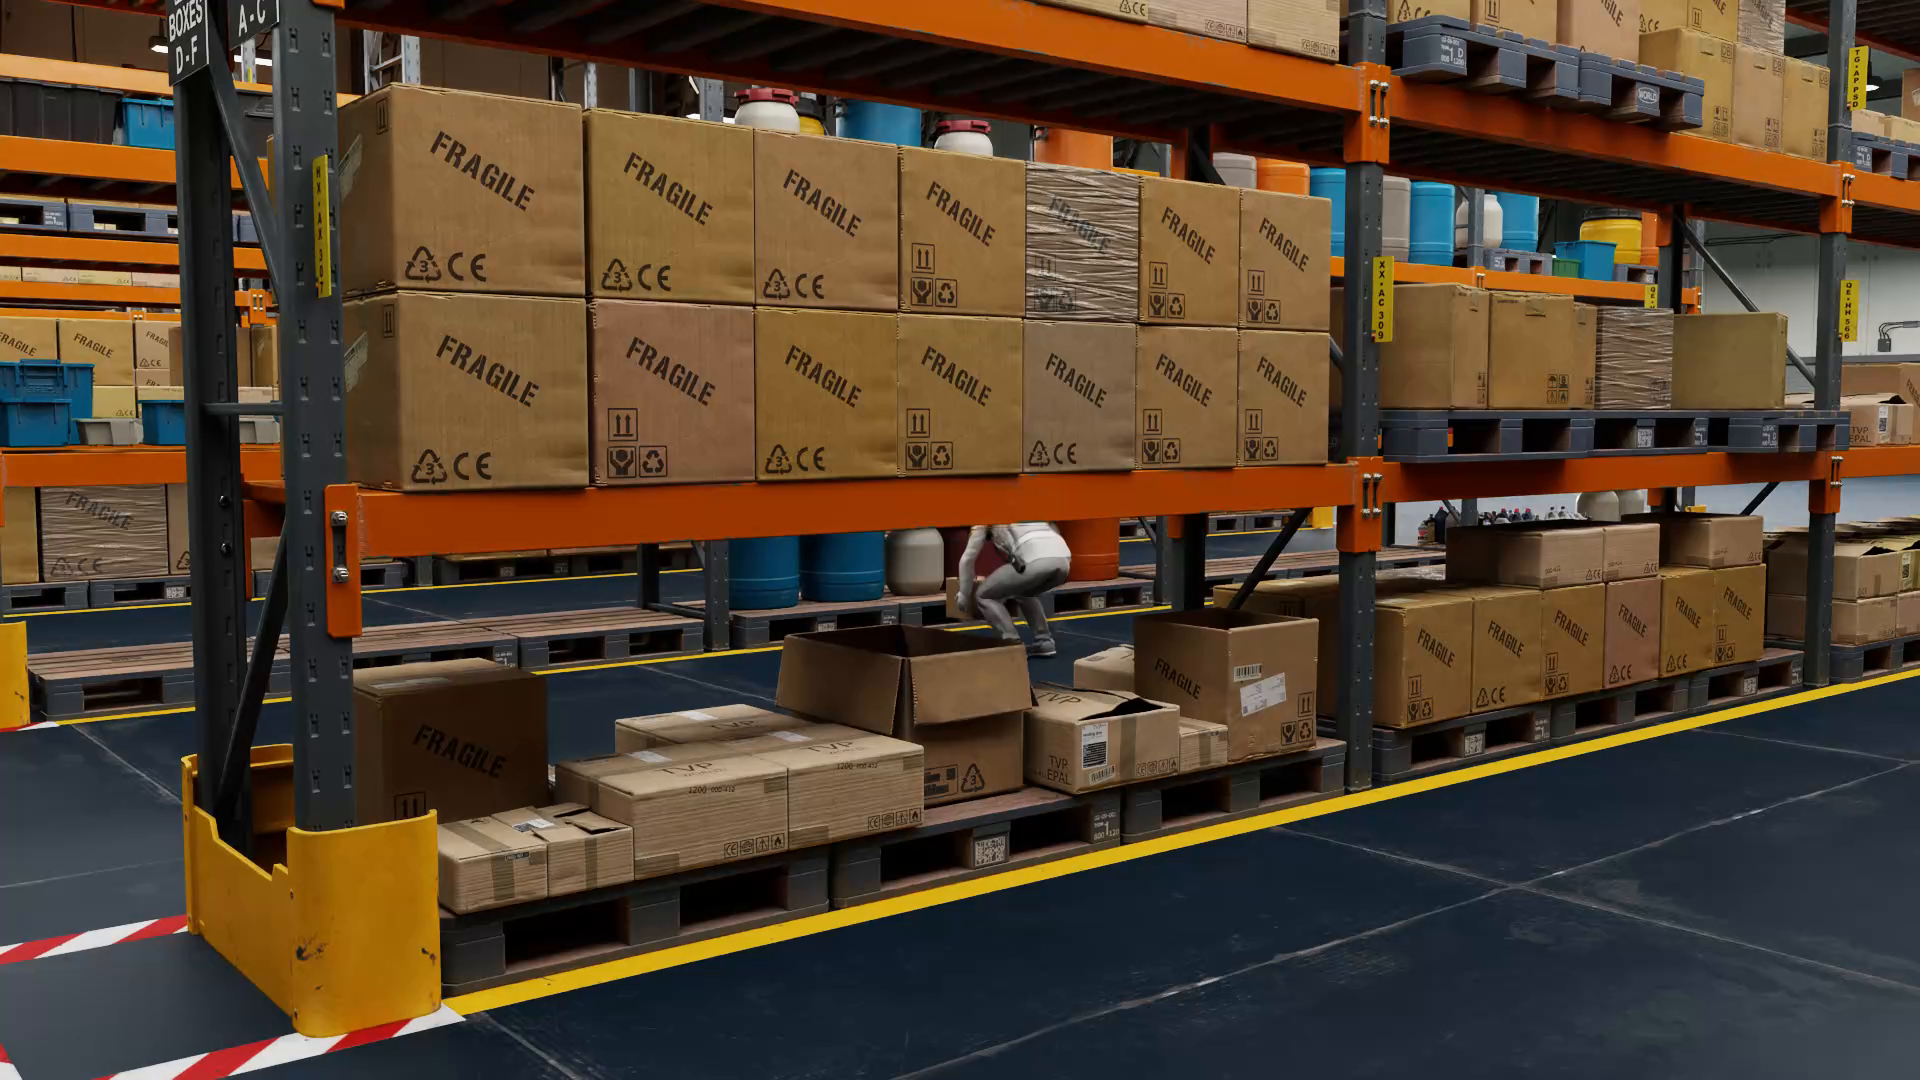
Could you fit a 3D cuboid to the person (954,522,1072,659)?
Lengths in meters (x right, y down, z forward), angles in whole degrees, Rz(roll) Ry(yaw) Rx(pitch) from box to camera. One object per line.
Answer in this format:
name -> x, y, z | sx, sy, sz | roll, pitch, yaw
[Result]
person -> 0.300, 0.165, 10.218 | 0.512, 1.116, 0.808 | -4, 6, -39
